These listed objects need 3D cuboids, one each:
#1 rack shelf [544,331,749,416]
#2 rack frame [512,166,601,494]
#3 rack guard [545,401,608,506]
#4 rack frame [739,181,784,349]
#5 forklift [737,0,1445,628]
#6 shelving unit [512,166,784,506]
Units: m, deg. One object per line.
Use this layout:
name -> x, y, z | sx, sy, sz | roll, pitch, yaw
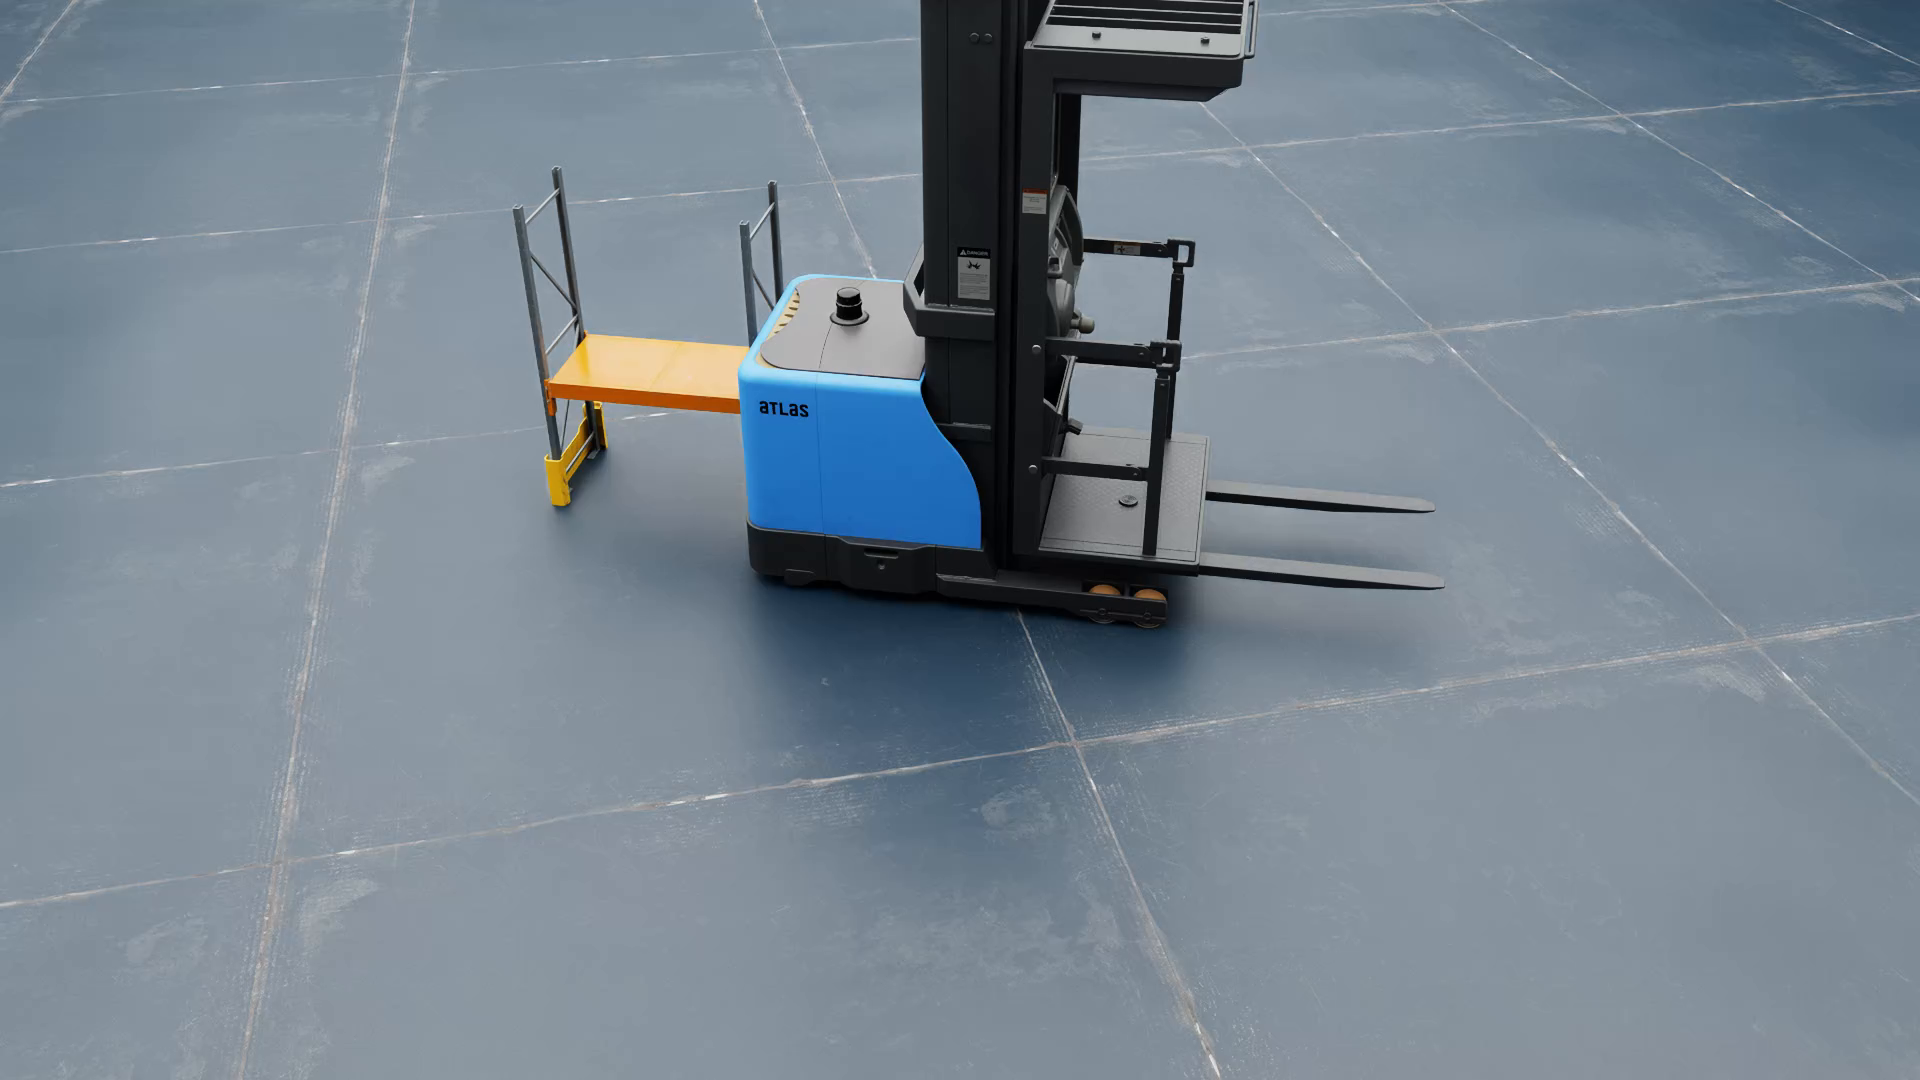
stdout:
rack shelf -> -1.380, -0.751, 7.846 | 1.000, 0.185, 0.538 | 6, 34, 8
rack frame -> -1.881, -0.949, 7.819 | 0.032, 1.500, 0.500 | 6, 34, 8
rack guard -> -1.880, -0.430, 8.167 | 0.087, 0.250, 0.587 | 6, 34, 8
rack frame -> -0.879, -0.852, 7.674 | 0.032, 1.500, 0.500 | 6, 34, 8
forklift -> 0.621, -1.157, 6.844 | 3.031, 2.935, 1.130 | 5, 34, 8
shelving unit -> -1.389, -0.902, 7.748 | 1.083, 1.500, 0.587 | 6, 34, 8
